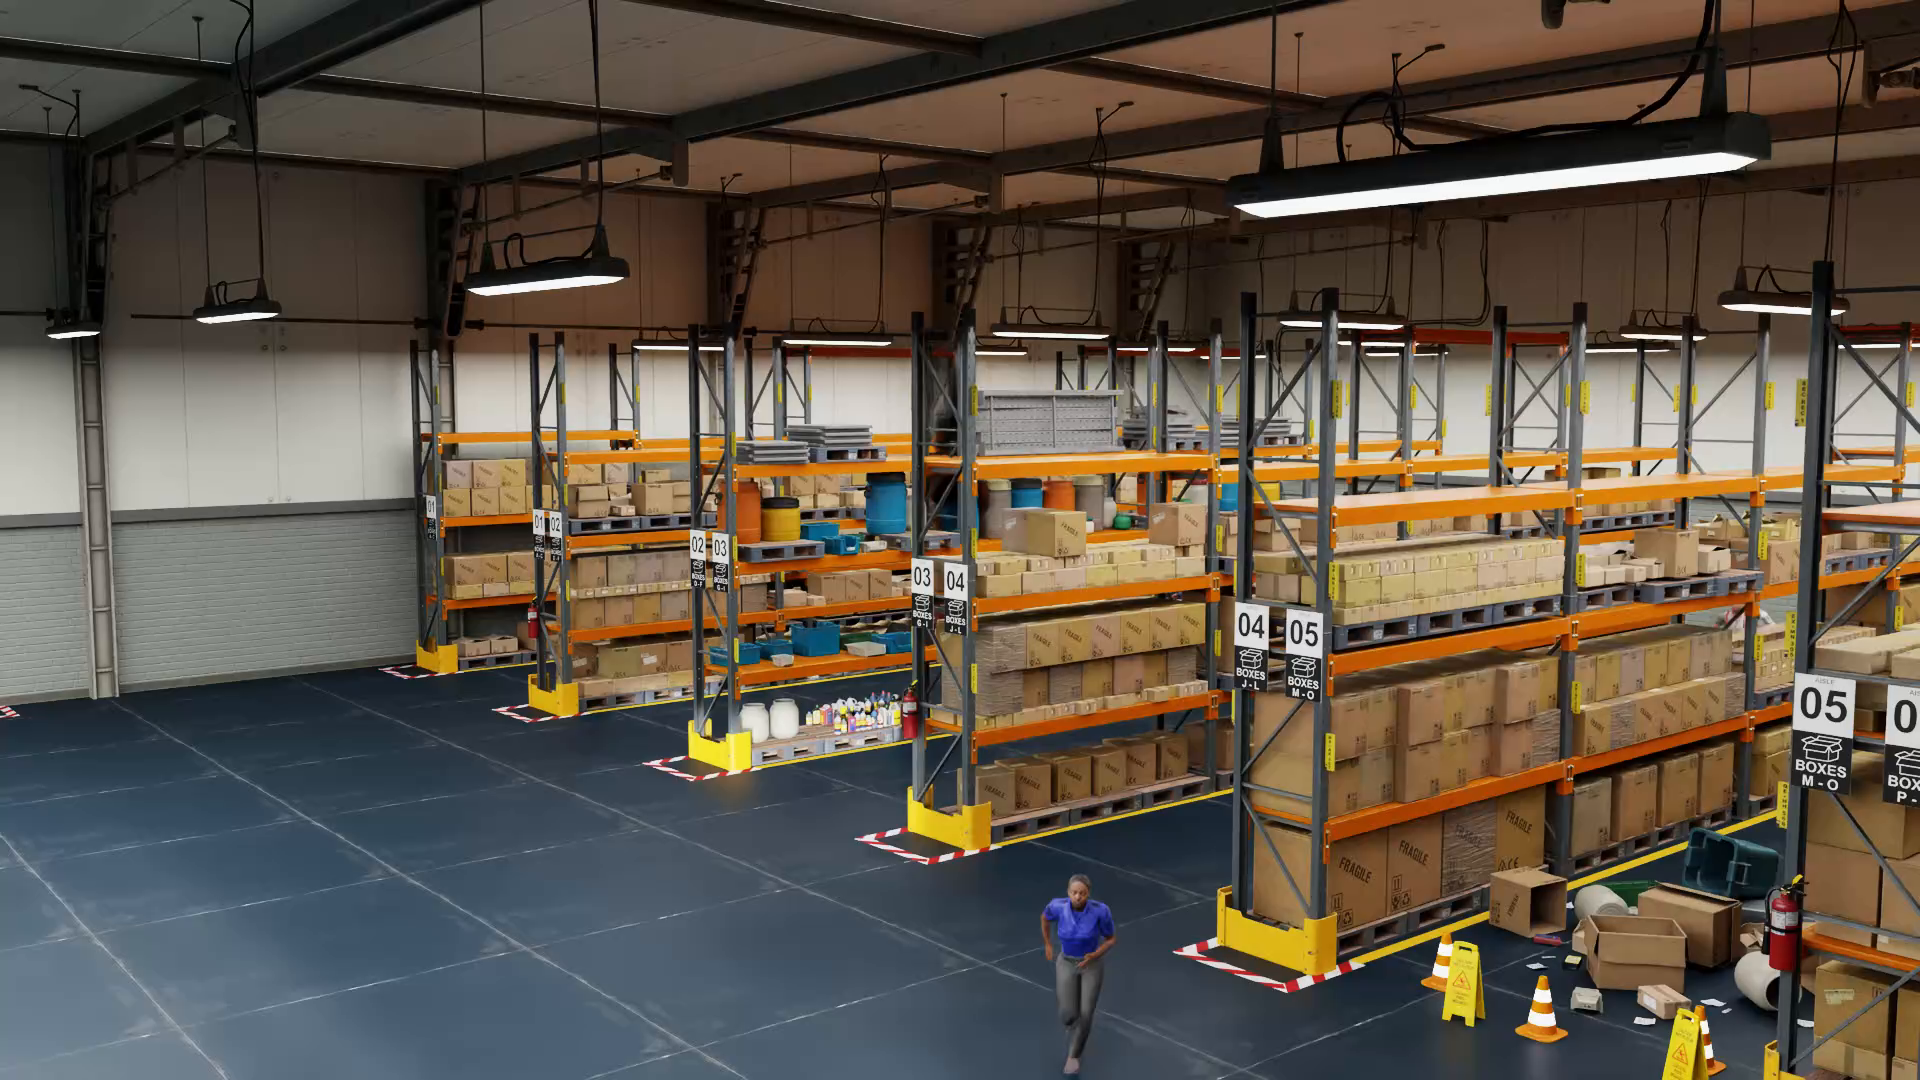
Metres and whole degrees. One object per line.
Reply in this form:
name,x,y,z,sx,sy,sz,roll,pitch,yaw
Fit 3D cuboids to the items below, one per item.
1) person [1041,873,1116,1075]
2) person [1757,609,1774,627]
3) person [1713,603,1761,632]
person,0.886,3.242,12.502,0.562,1.588,0.689,0,5,5
person,13.248,1.718,27.883,0.854,1.695,0.619,-5,7,-44
person,12.793,1.764,27.404,0.754,1.725,0.574,3,6,28
